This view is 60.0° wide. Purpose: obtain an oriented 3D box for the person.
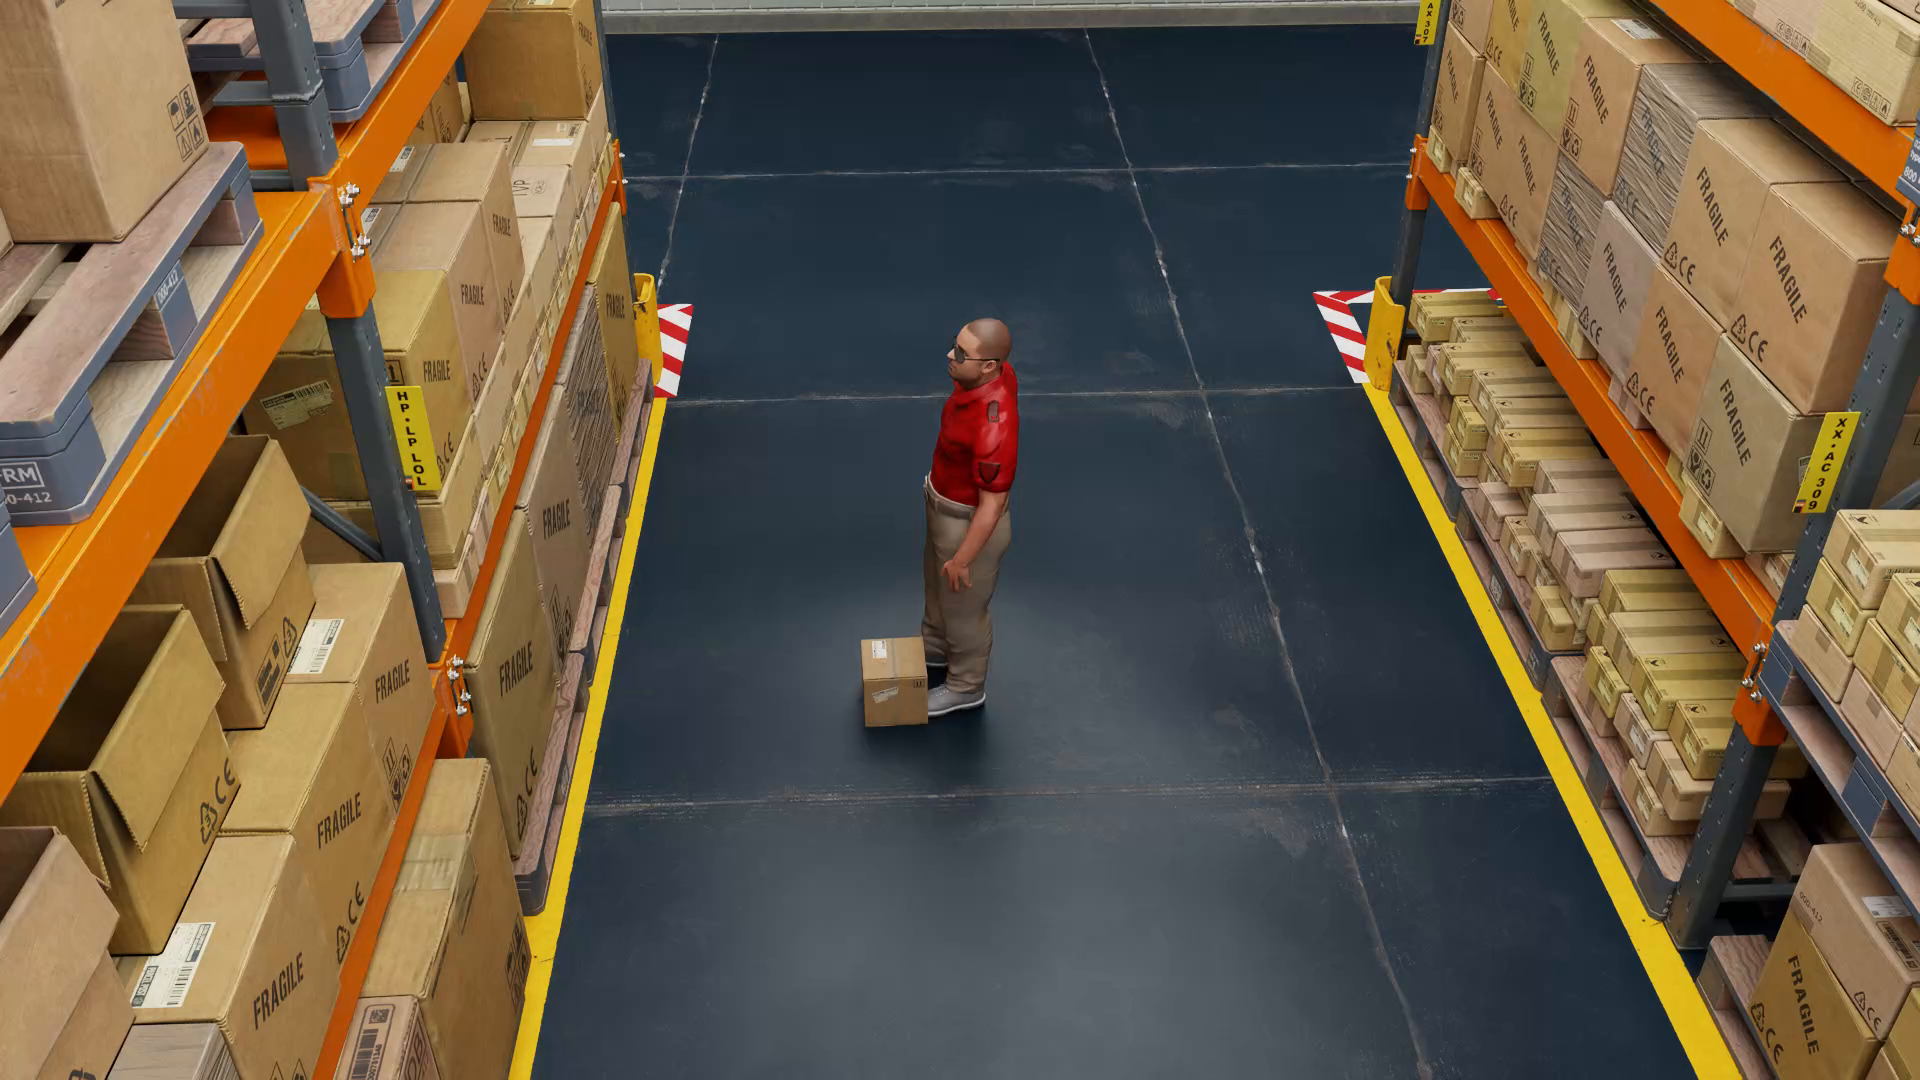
[{"bbox_3d":[-0.061,-0.071,6.247,0.551,1.727,0.640,-1,35,-2],"label":"person"}]
